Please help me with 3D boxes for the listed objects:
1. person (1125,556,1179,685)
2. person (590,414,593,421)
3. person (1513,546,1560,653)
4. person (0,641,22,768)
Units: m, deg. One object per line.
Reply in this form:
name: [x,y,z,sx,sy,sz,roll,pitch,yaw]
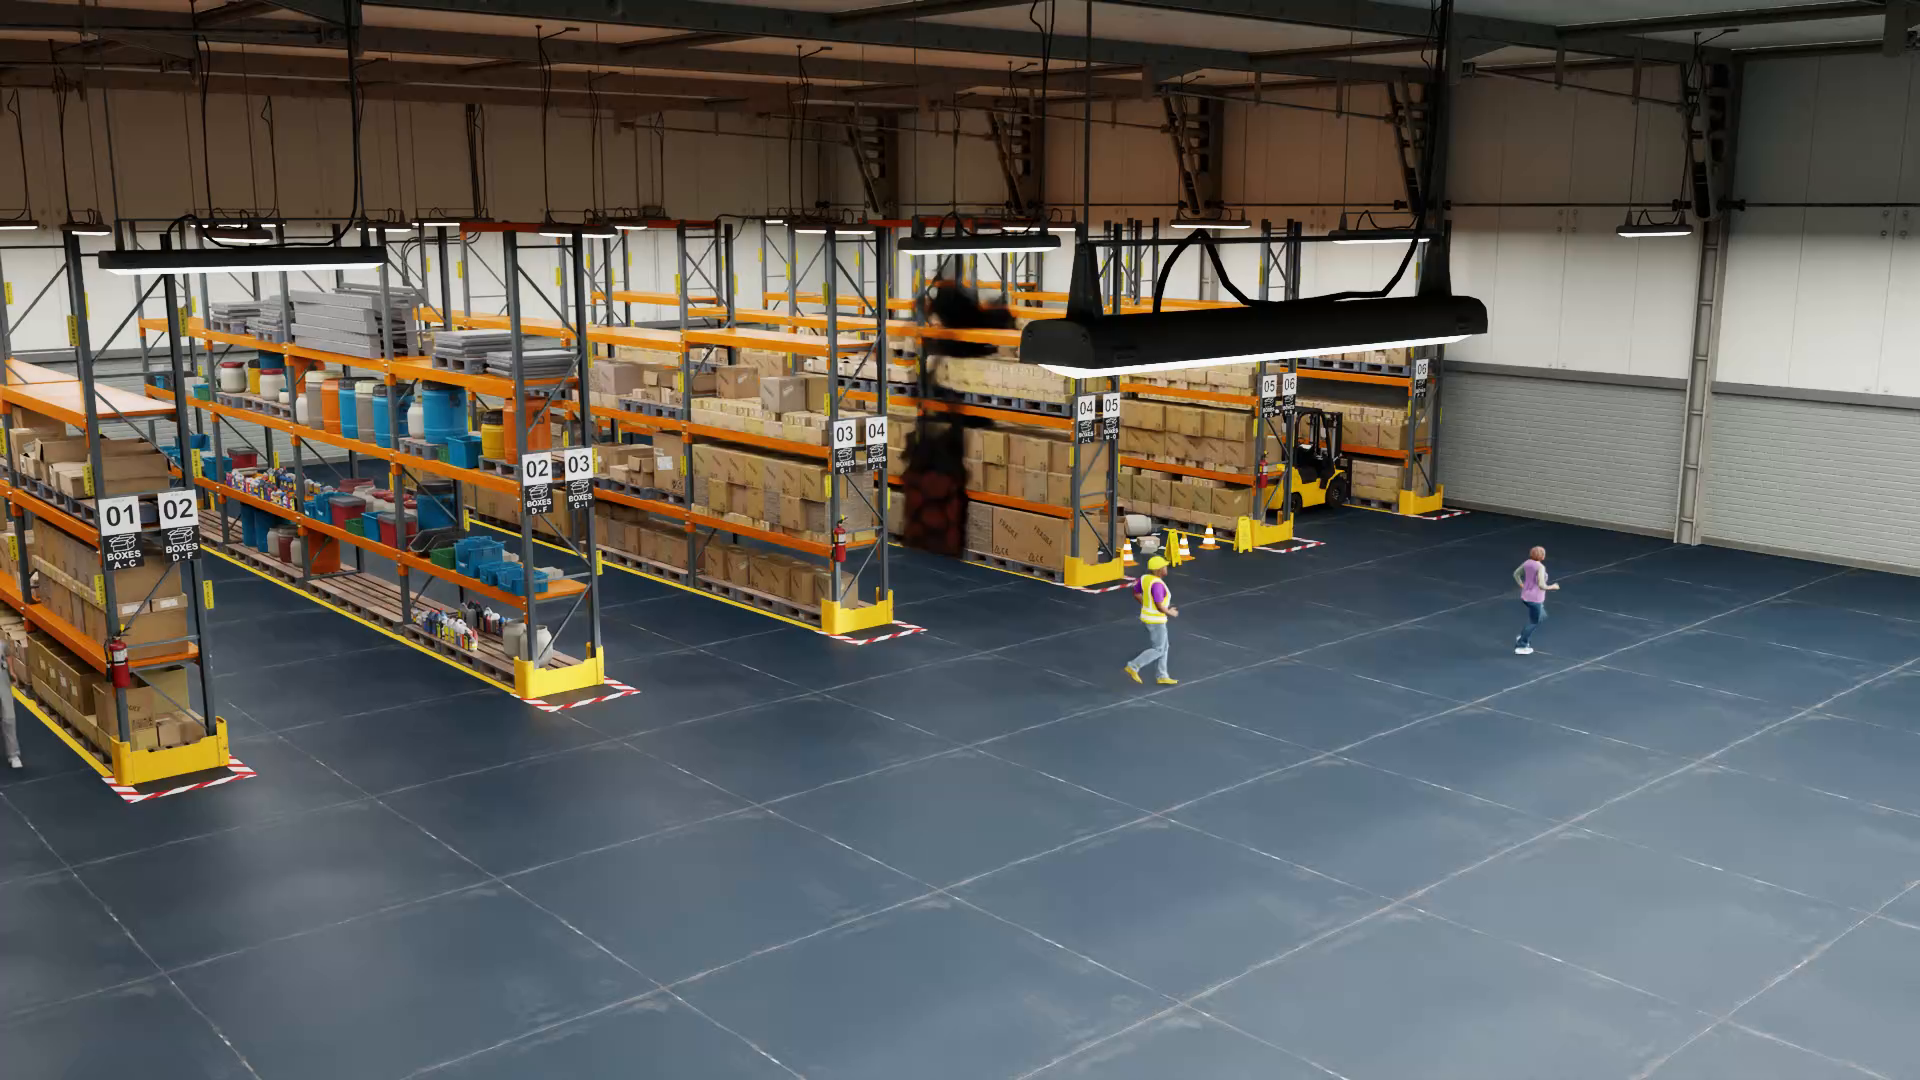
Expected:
person: [2.550,1.084,22.092,0.800,1.767,0.725,-3,12,-13]
person: [-8.370,-1.994,37.454,0.565,1.716,0.827,-9,15,-39]
person: [8.218,0.844,23.710,0.582,1.561,0.529,-2,12,-10]
person: [-11.035,1.724,18.987,0.970,1.653,0.564,11,16,43]
